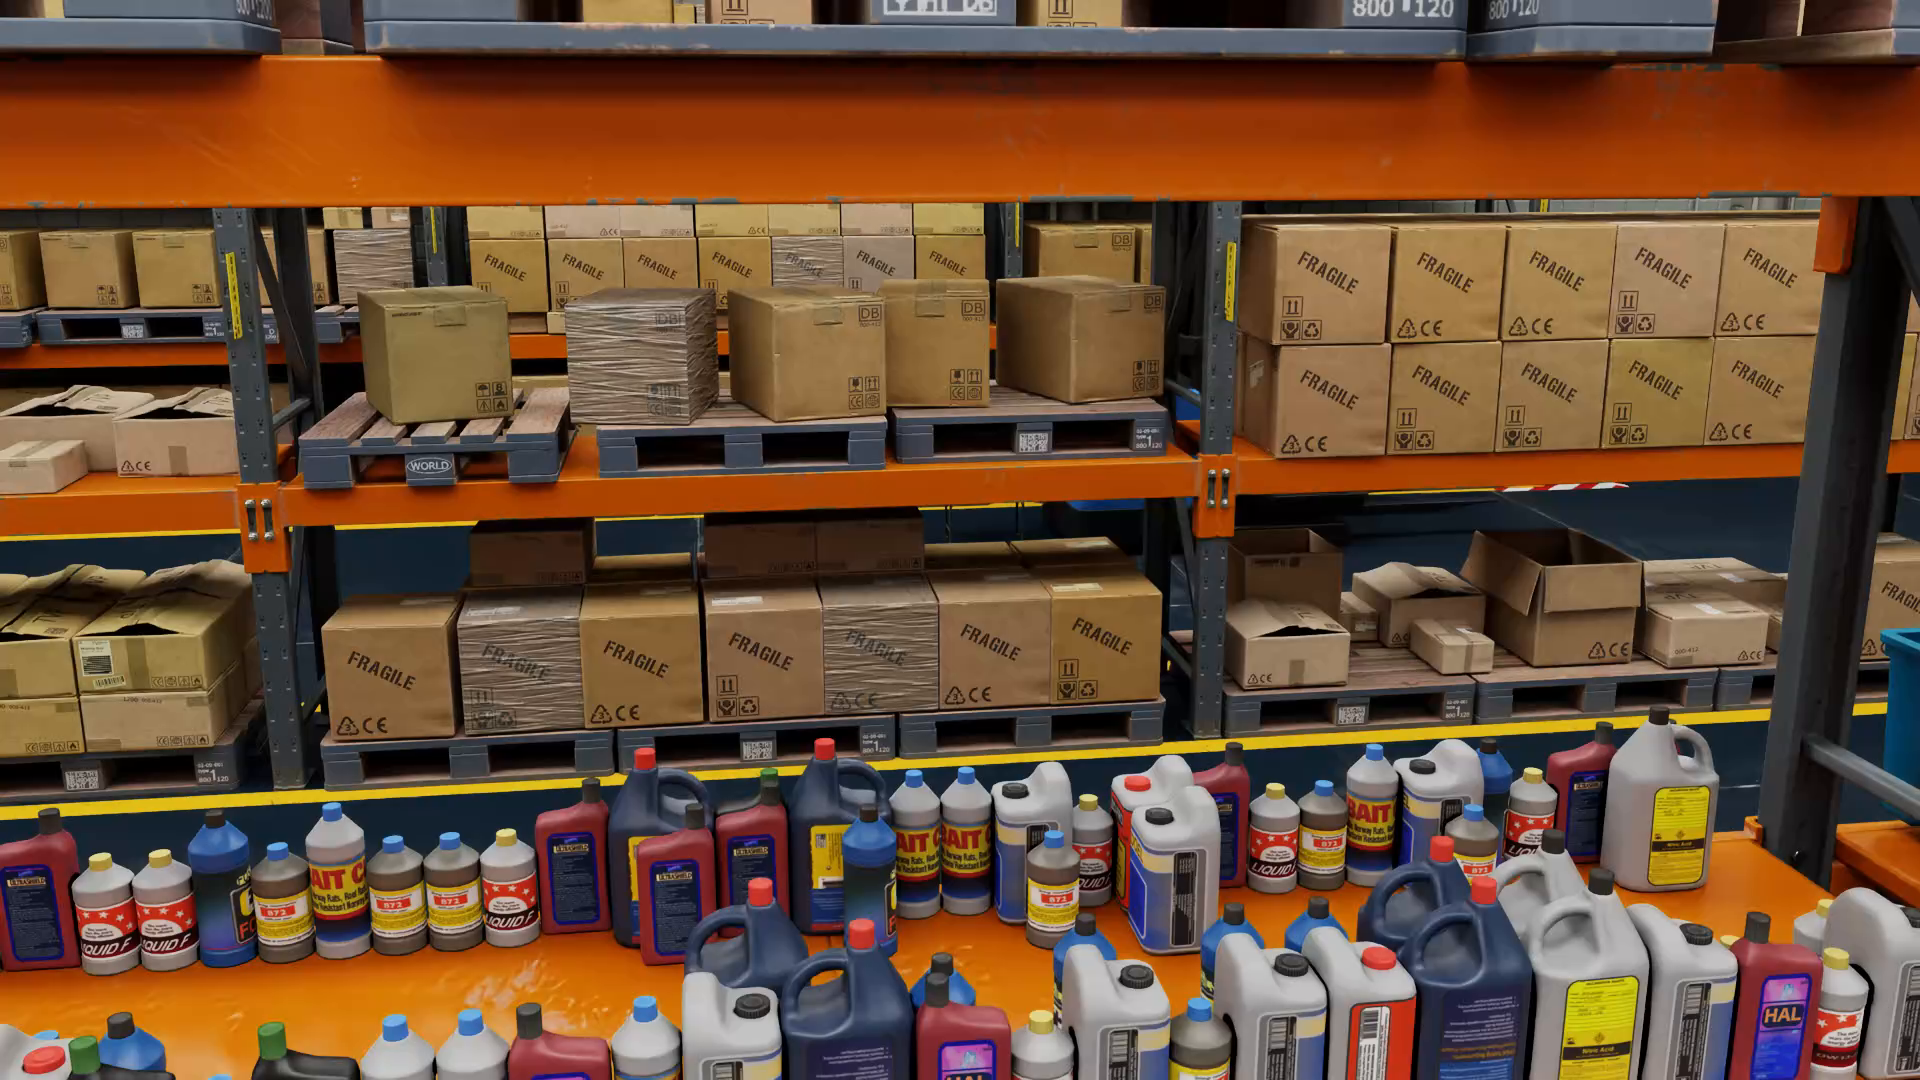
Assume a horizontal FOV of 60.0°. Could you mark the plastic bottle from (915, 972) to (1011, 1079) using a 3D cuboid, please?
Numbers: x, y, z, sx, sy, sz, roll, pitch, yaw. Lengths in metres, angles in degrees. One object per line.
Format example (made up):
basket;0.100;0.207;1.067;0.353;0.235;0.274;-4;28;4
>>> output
plastic bottle;0.004;0.741;2.339;0.133;0.283;0.061;-2;14;-8

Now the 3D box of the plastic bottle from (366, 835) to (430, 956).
plastic bottle;-1.003;0.627;2.964;0.097;0.201;0.097;0;14;0

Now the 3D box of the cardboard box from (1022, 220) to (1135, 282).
cardboard box;0.853;-2.016;12.476;0.700;0.700;0.980;-2;14;-7

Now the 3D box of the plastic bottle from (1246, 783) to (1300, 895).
plastic bottle;0.602;0.568;3.198;0.097;0.201;0.097;0;14;0

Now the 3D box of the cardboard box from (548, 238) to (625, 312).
cardboard box;-2.604;-1.885;11.712;0.500;0.500;0.500;-2;14;-6

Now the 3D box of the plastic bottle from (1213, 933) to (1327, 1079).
plastic bottle;0.455;0.717;2.450;0.135;0.276;0.152;-2;14;-8

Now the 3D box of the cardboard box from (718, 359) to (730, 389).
cardboard box;-2.028;-0.896;12.183;0.750;0.750;0.750;-2;14;-9

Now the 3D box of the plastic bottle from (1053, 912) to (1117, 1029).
plastic bottle;0.189;0.699;2.534;0.097;0.271;0.097;0;14;0

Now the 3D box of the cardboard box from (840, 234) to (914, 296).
cardboard box;-0.608;-1.959;12.007;0.500;0.500;0.500;-2;14;-8

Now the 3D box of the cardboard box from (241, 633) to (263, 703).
cardboard box;-3.461;0.560;7.610;0.500;0.250;0.500;-2;14;-9

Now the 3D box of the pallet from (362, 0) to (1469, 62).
pallet;-0.092;-0.741;2.232;1.213;0.211;1.003;-2;14;-8

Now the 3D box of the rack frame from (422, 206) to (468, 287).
rack frame;-3.641;-1.709;11.872;0.127;3.000;1.000;-2;14;-8

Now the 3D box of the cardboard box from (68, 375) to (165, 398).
cardboard box;-5.923;-0.996;11.721;0.500;0.250;0.500;-3;14;-10

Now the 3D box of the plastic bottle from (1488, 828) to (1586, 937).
plastic bottle;0.908;0.630;2.645;0.185;0.351;0.144;-2;14;-8

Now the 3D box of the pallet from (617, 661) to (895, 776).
pallet;-0.952;0.773;7.705;1.213;0.211;1.003;-2;14;-8

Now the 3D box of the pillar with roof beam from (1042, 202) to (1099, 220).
pillar with roof beam;1.519;-3.962;8.521;0.400;9.000;9.100;-2;14;-8

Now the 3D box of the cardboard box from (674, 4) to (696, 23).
cardboard box;-2.105;-3.506;11.761;0.500;0.500;0.700;-1;14;-5

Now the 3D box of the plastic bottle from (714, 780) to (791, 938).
plastic bottle;-0.375;0.575;3.004;0.133;0.283;0.061;-2;14;-8

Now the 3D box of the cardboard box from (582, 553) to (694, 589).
cardboard box;-1.498;0.372;7.806;0.500;0.500;0.500;-3;14;-10

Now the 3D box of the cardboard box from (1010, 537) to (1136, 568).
cardboard box;0.541;0.295;8.113;0.500;0.500;0.500;-3;14;-11

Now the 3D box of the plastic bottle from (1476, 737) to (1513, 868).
plastic bottle;1.024;0.519;3.252;0.097;0.271;0.097;0;14;0

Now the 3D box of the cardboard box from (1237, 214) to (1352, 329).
cardboard box;1.517;-1.277;7.886;0.500;0.500;0.500;-2;14;-8

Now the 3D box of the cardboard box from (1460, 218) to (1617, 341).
cardboard box;2.582;-1.183;7.512;0.500;0.500;0.500;-3;14;-10

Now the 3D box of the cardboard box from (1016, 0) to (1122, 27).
cardboard box;0.547;-2.418;7.256;0.600;0.600;0.600;-3;14;-14

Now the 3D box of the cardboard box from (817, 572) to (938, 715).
cardboard box;-0.376;0.457;7.468;0.500;0.500;0.500;-2;14;-8

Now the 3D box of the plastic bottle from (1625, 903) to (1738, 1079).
plastic bottle;1.087;0.694;2.543;0.135;0.276;0.152;-2;14;-8

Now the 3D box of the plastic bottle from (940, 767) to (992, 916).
plastic bottle;0.012;0.556;3.104;0.097;0.271;0.097;0;14;0

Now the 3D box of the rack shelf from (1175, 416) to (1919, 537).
rack shelf;3.033;-0.386;8.075;4.000;0.370;1.077;-2;14;-8

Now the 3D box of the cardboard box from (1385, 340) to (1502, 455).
cardboard box;2.106;-0.684;7.576;0.500;0.500;0.500;-2;14;-7

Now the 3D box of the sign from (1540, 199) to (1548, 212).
sign;4.336;-2.545;12.335;0.005;0.325;0.100;-2;14;-8

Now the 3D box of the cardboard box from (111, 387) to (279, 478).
cardboard box;-3.266;-0.472;7.121;0.500;0.311;0.500;-1;14;-5

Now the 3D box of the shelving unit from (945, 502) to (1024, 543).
shelving unit;0.164;-0.588;11.100;0.503;1.200;0.258;-2;14;-8

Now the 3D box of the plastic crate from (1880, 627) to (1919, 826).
plastic crate;2.201;0.408;3.337;0.575;0.384;0.392;-2;14;-8

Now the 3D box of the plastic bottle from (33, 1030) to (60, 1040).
plastic bottle;-1.269;0.786;2.330;0.097;0.201;0.097;0;14;0

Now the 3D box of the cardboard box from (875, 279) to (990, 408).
cardboard box;-0.117;-0.912;7.621;0.500;0.500;0.700;0;14;1

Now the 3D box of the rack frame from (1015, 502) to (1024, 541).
rack frame;0.405;-0.597;11.135;0.015;1.200;0.240;-2;14;-8

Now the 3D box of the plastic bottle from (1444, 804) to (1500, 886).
plastic bottle;0.951;0.593;3.100;0.097;0.201;0.097;0;14;0

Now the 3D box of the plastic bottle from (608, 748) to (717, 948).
plastic bottle;-0.535;0.543;2.991;0.185;0.351;0.144;-2;14;-8

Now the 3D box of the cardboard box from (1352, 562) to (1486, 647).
cardboard box;2.318;0.312;8.435;0.500;0.311;0.500;-2;14;-8

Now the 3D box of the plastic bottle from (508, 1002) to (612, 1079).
plastic bottle;-0.540;0.761;2.259;0.133;0.283;0.061;-2;14;-8

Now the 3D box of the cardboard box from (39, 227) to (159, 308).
cardboard box;-5.888;-1.886;11.468;0.500;0.500;0.700;0;14;-1

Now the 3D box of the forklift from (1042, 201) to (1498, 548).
forklift;2.138;-1.493;11.148;3.031;2.935;1.130;-2;14;-10

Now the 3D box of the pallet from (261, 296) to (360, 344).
pallet;-4.330;-1.565;11.690;1.003;0.211;1.213;-2;14;-8

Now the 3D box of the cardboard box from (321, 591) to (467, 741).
cardboard box;-2.407;0.533;7.163;0.500;0.500;0.500;-1;14;-6

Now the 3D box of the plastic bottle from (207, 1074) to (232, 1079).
plastic bottle;-0.981;0.813;2.223;0.097;0.201;0.097;0;14;0

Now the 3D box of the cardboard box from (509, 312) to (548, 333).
cardboard box;-3.031;-1.560;11.753;0.250;0.149;0.380;-2;14;-8

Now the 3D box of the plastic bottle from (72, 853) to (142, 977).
plastic bottle;-1.484;0.645;2.894;0.097;0.201;0.097;0;14;0

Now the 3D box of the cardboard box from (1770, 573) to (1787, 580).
cardboard box;4.299;0.295;8.801;0.250;0.166;0.380;-2;14;-8

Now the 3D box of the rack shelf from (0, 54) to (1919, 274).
rack shelf;-0.188;-0.505;2.381;4.000;0.370;1.077;-2;14;-8

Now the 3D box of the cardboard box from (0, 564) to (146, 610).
cardboard box;-3.980;0.309;7.458;0.500;0.311;0.500;-2;14;-10

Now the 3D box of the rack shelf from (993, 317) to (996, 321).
rack shelf;2.292;-1.578;12.826;4.000;0.370;1.077;-2;14;-8

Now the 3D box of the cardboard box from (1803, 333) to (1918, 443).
cardboard box;4.096;-0.755;7.861;0.500;0.500;0.500;-2;14;-8

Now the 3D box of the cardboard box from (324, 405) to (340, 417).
cardboard box;-4.346;-0.672;11.968;0.500;0.500;0.700;-2;14;-8

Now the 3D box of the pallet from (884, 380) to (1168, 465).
pallet;0.249;-0.567;7.711;1.213;0.211;1.003;-2;14;-8

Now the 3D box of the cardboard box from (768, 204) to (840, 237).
cardboard box;-1.121;-2.307;11.856;0.500;0.250;0.500;-2;14;-7

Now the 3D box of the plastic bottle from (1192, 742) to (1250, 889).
plastic bottle;0.485;0.528;3.189;0.133;0.283;0.061;-2;14;-8

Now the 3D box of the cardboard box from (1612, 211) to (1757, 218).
cardboard box;3.522;-1.351;8.181;0.500;0.500;0.500;-2;14;-8

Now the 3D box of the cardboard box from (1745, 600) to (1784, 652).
cardboard box;4.096;0.425;8.281;0.250;0.166;0.380;-2;14;-8

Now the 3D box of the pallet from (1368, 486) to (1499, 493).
pallet;3.490;-0.599;13.176;1.213;0.211;1.003;-2;14;-8
